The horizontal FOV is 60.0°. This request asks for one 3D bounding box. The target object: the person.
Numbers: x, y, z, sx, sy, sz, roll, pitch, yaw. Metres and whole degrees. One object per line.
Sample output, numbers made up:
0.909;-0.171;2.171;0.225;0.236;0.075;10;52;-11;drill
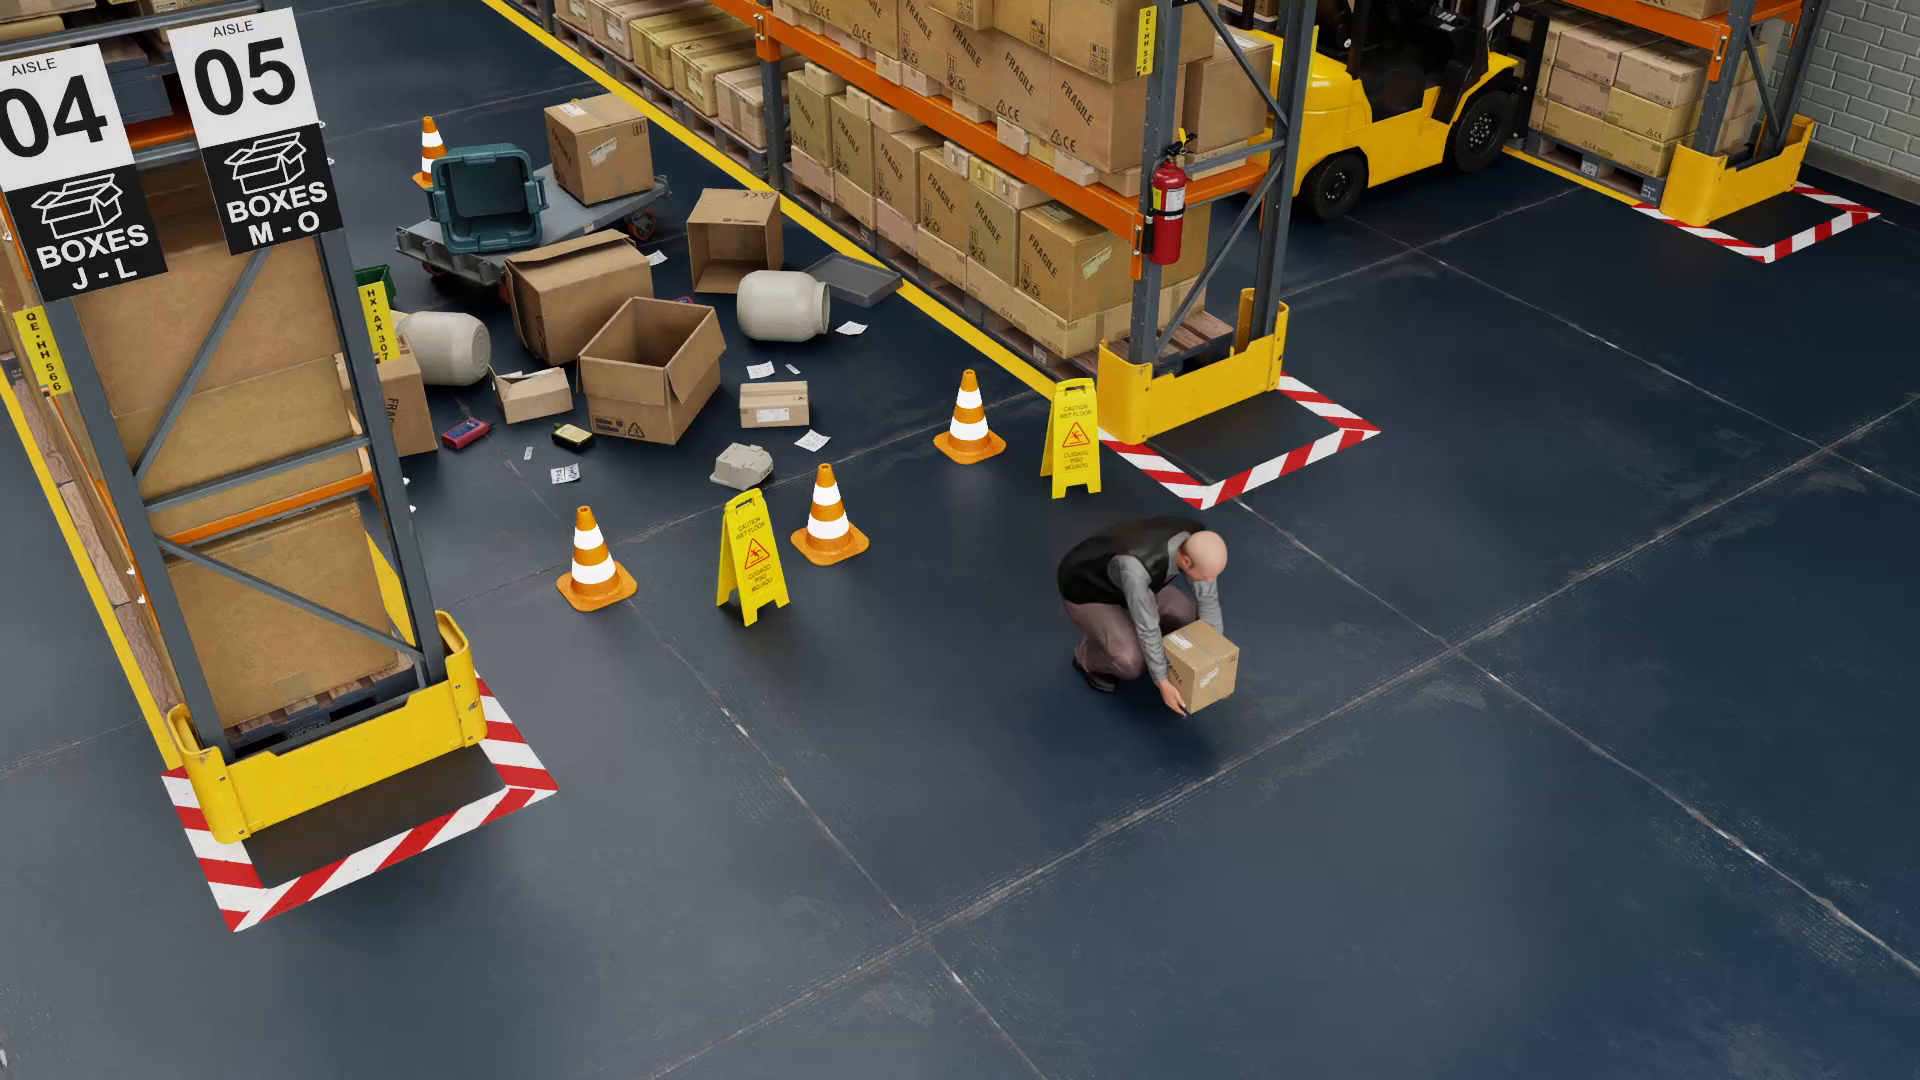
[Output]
0.830;0.258;7.321;0.523;0.970;0.881;-23;42;-28;person
